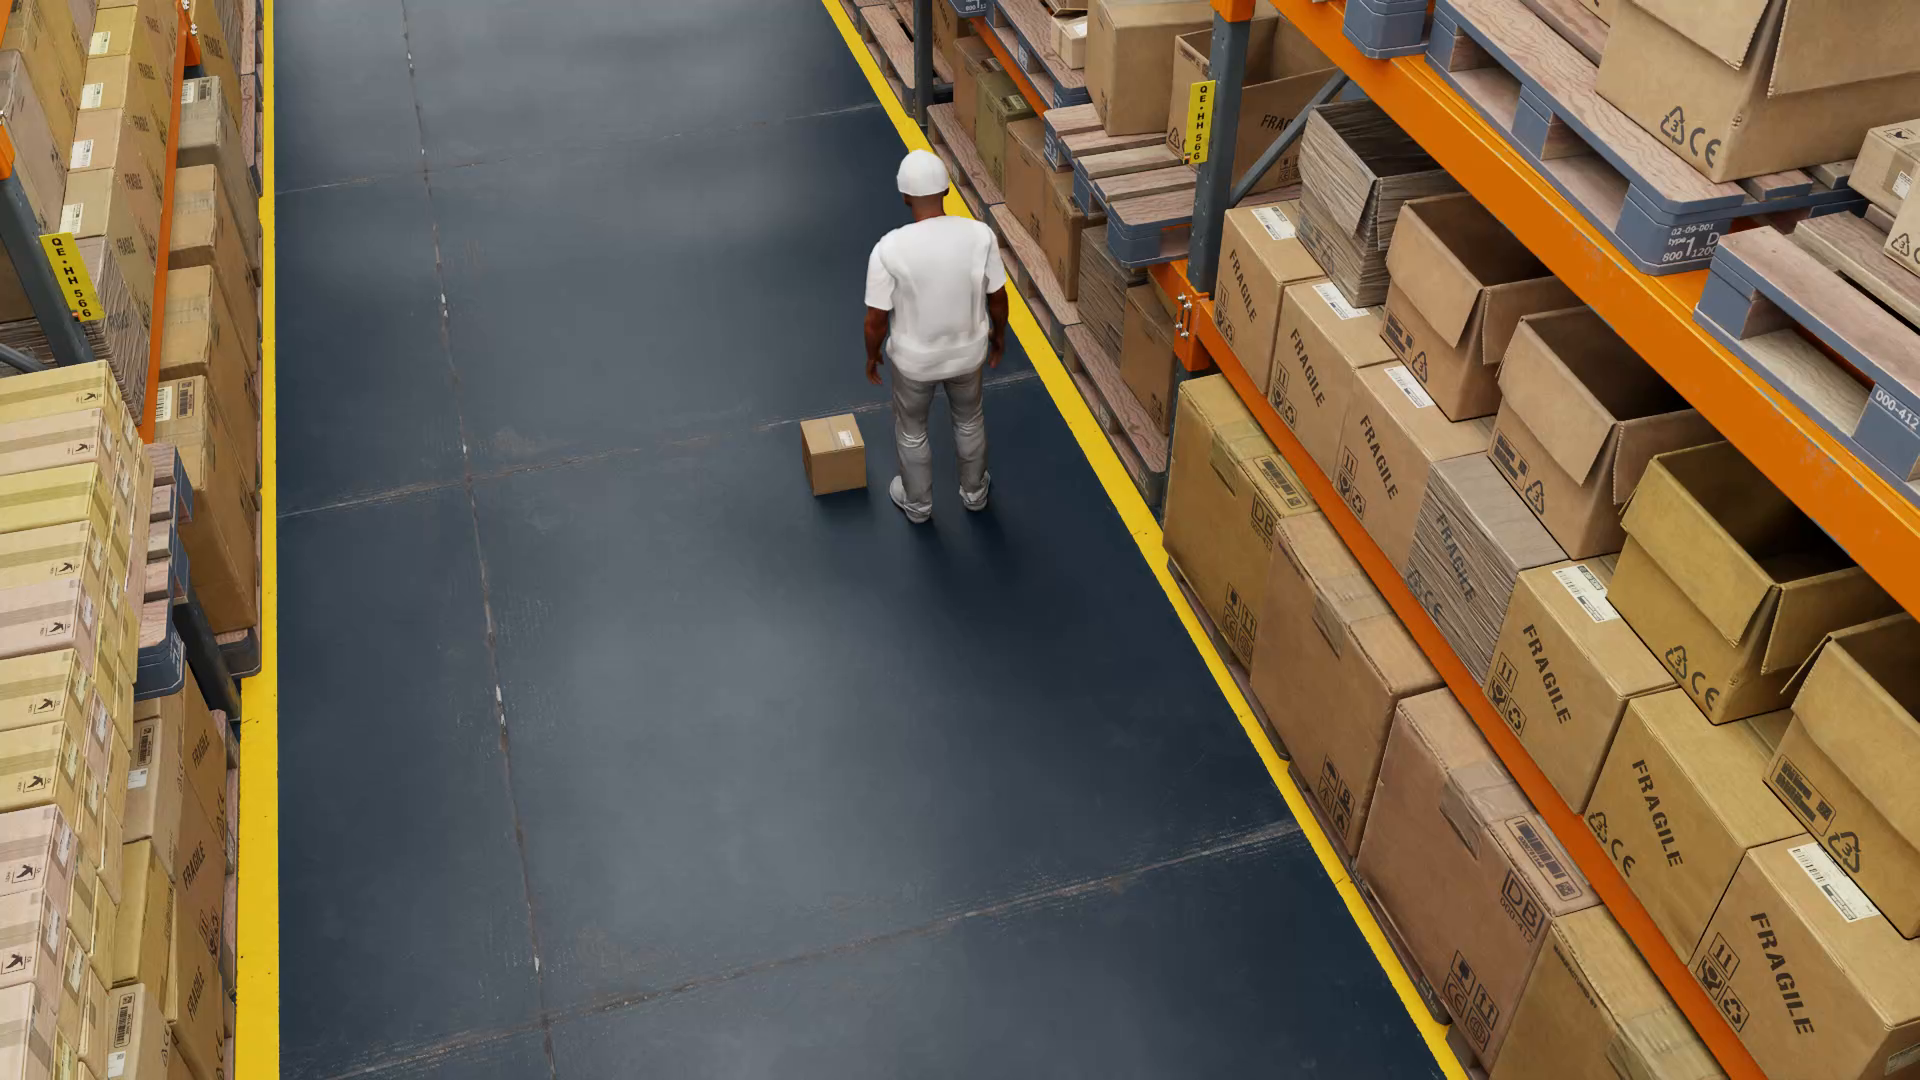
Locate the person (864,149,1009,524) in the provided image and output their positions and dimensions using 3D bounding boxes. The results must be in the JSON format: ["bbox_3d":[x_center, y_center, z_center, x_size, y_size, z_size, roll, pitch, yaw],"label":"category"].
[{"bbox_3d":[-0.104,-0.828,7.066,0.625,1.760,0.459,-10,43,-11],"label":"person"}]
